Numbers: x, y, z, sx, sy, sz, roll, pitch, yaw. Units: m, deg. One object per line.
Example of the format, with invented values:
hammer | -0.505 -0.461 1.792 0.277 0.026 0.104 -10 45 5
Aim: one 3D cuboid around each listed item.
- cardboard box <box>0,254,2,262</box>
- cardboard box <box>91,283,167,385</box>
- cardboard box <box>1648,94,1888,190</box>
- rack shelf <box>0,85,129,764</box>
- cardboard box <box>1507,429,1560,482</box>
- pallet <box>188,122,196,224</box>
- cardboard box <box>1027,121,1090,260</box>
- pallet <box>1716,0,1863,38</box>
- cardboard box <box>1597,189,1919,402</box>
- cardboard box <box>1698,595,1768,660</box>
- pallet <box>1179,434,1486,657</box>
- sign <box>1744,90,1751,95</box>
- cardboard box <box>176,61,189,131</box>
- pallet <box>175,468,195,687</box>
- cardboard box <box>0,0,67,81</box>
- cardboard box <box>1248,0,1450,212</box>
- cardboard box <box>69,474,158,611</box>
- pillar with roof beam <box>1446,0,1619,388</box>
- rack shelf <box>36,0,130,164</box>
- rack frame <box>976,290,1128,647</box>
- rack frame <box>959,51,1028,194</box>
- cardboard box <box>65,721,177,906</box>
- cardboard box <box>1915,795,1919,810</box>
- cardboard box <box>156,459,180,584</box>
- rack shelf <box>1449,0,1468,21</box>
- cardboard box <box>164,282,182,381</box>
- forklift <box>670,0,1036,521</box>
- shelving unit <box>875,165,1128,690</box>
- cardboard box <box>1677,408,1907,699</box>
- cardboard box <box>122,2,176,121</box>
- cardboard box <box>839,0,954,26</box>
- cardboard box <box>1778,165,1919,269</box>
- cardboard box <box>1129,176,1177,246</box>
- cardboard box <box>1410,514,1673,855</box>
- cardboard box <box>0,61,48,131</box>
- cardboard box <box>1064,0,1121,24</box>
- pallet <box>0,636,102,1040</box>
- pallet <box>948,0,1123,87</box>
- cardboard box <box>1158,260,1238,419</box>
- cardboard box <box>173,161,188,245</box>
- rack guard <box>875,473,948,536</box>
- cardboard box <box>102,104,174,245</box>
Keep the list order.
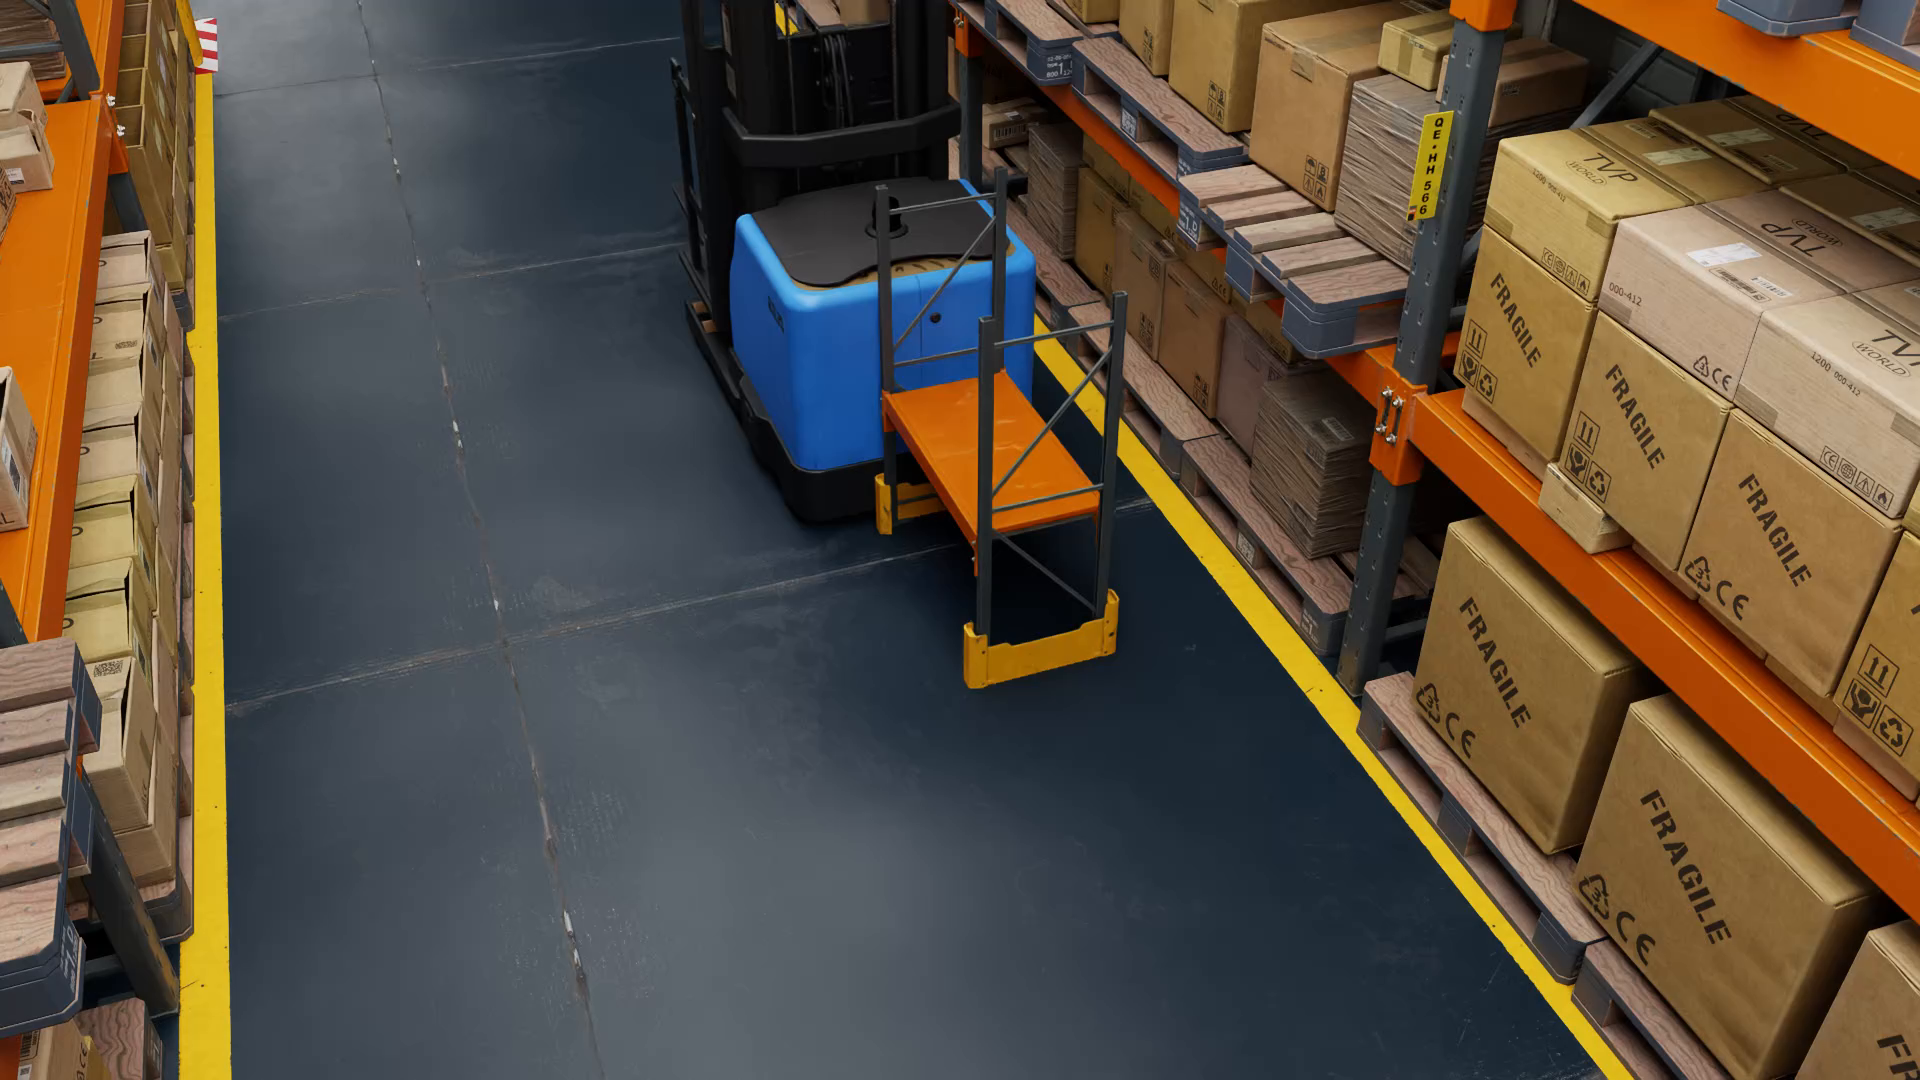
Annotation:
cardboard box | -3.563 -1.015 5.521 0.500 0.500 0.500 -12 39 -16
cardboard box | -3.572 -0.824 6.821 0.500 0.311 0.500 -11 38 -15
cardboard box | 2.261 -1.024 4.646 0.500 0.250 0.500 -11 38 -15
rack shelf | -3.477 -0.575 5.618 1.077 0.370 4.000 -12 39 -16
cardboard box | 1.835 -0.290 4.834 0.380 0.149 0.250 -12 39 -15
pallet | -4.823 -2.027 9.265 1.003 0.211 1.213 -12 39 -16
cardboard box | 0.754 -1.785 8.339 0.700 0.500 0.500 -11 38 -14
pallet | 2.132 -1.530 3.953 1.213 0.211 1.003 -11 38 -14
cardboard box | 1.961 -0.613 4.101 0.500 0.250 0.500 -13 39 -17
cardboard box | 2.147 0.139 4.265 0.380 0.149 0.250 -12 39 -15
pallet | 1.594 -0.088 6.692 1.003 0.211 1.213 -12 39 -16
sign | 2.381 -1.340 5.073 0.100 0.325 0.005 -12 39 -16
cardboard box | -4.723 -2.518 9.536 0.500 0.250 0.500 -12 39 -16
pallet | -3.452 0.220 6.283 1.003 0.211 1.213 -12 39 -16
cardboard box | -4.324 -2.282 7.203 0.700 0.500 0.500 -13 39 -17
cardboard box | 1.472 -1.550 5.865 0.700 0.500 0.500 -16 40 -20
cardboard box | -3.055 0.034 5.683 0.500 0.311 0.500 -13 39 -17
pillar with roof beam | -1.816 -3.179 3.491 9.100 9.000 0.400 -12 39 -16
rack shelf | -4.854 -2.835 8.618 1.077 0.370 4.000 -12 39 -16
rack frame | 0.297 -0.138 5.686 0.500 1.500 0.032 -13 39 -17
rack frame | 0.485 -3.020 8.266 1.000 3.000 0.127 -12 39 -16
cardboard box | -2.693 0.841 5.076 0.500 0.250 0.500 -13 39 -16
cardboard box | 2.379 0.580 3.679 0.380 0.149 0.250 -11 38 -15
cardboard box | -3.228 -0.025 6.226 0.500 0.250 0.500 -12 39 -15
rack shelf | 1.173 -2.801 6.080 1.077 0.370 4.000 -12 39 -16
cardboard box | -3.750 -0.888 7.372 0.500 0.250 0.500 -13 39 -16
forklift | -0.685 -2.133 7.146 1.130 2.935 3.031 -13 39 -17
shelving unit | 0.119 -0.418 6.059 0.587 1.500 1.083 -13 39 -17
cardboard box | 2.129 -0.021 3.938 0.500 0.500 0.500 -13 39 -16
cardboard box | -4.549 -2.535 8.935 0.500 0.500 0.500 -12 39 -16
cardboard box | -0.337 -3.301 10.351 0.700 0.500 0.500 -15 39 -19
cardboard box | 2.436 -0.731 4.257 0.500 0.250 0.500 -14 39 -17
cardboard box | 1.091 -1.543 7.394 0.500 0.250 0.500 -14 39 -17
cardboard box | 1.991 0.373 5.199 0.750 0.750 0.750 -13 39 -17
cardboard box | -3.955 -1.663 6.590 0.500 0.250 0.500 -10 38 -13
cardboard box | 0.813 -2.624 7.292 0.700 0.500 0.500 -9 38 -11
pallet | -2.490 0.712 3.471 1.213 0.211 1.003 -12 39 -16
pallet | 0.611 -2.482 7.711 1.003 0.211 1.213 -12 39 -16
cardboard box | 1.299 -0.924 7.195 0.700 0.500 0.500 -13 39 -16
cardboard box | -4.207 -1.670 8.410 0.500 0.250 0.500 -12 39 -16
rack guard | -0.059 -0.199 6.806 0.587 0.250 0.087 -13 39 -17
cardboard box | -4.031 -1.688 7.811 0.500 0.500 0.500 -12 39 -16
